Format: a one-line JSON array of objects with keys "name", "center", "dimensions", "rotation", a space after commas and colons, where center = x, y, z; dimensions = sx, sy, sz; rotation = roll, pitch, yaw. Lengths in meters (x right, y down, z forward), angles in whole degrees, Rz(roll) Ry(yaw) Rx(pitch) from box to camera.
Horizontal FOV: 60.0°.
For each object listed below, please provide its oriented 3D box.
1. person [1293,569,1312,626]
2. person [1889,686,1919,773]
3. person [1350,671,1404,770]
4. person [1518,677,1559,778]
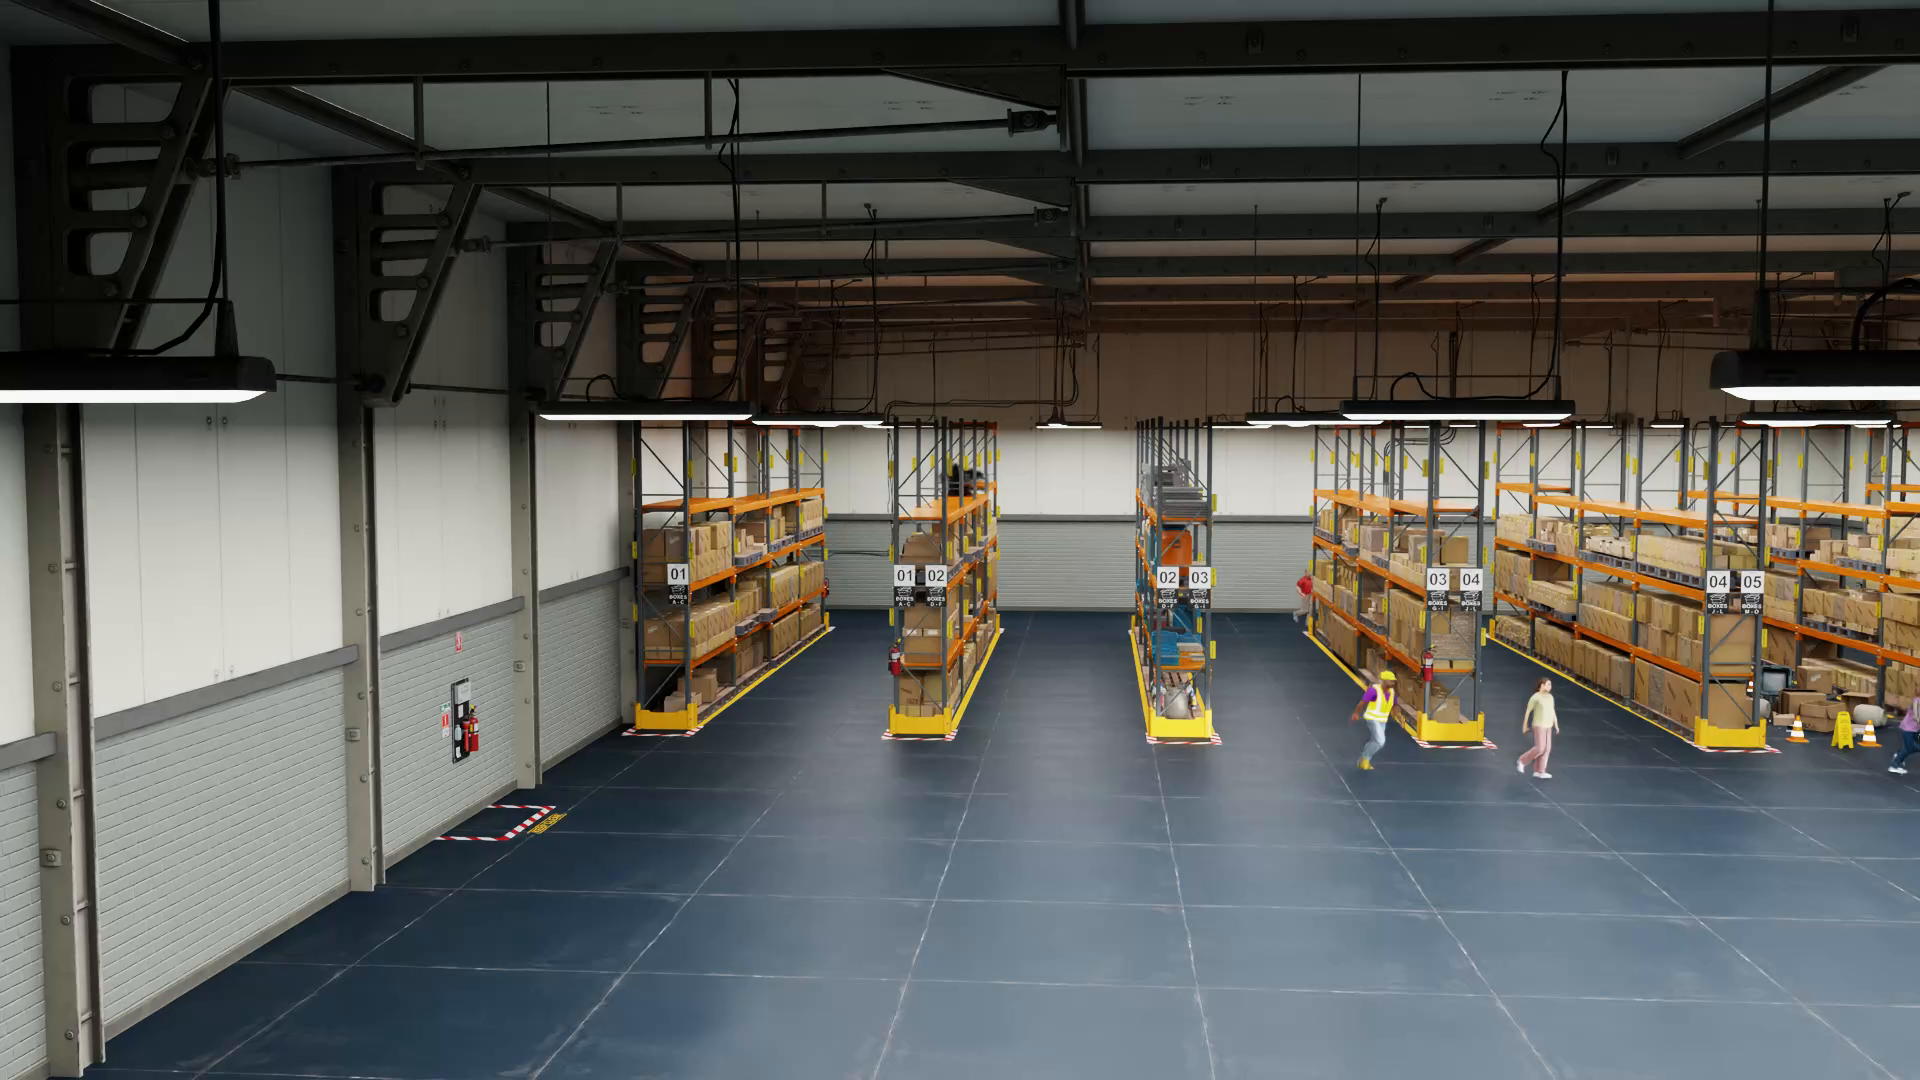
[{"name": "person", "center": [10.175, 1.695, 48.867], "dimensions": [0.670, 1.683, 0.710], "rotation": [-3, 5, -37]}, {"name": "person", "center": [15.909, 3.162, 27.699], "dimensions": [0.744, 1.509, 0.545], "rotation": [4, 5, 43]}, {"name": "person", "center": [7.046, 3.032, 27.978], "dimensions": [0.664, 1.699, 0.723], "rotation": [-3, 5, -35]}, {"name": "person", "center": [9.532, 3.088, 27.480], "dimensions": [0.573, 1.667, 0.531], "rotation": [-2, 4, -31]}]
